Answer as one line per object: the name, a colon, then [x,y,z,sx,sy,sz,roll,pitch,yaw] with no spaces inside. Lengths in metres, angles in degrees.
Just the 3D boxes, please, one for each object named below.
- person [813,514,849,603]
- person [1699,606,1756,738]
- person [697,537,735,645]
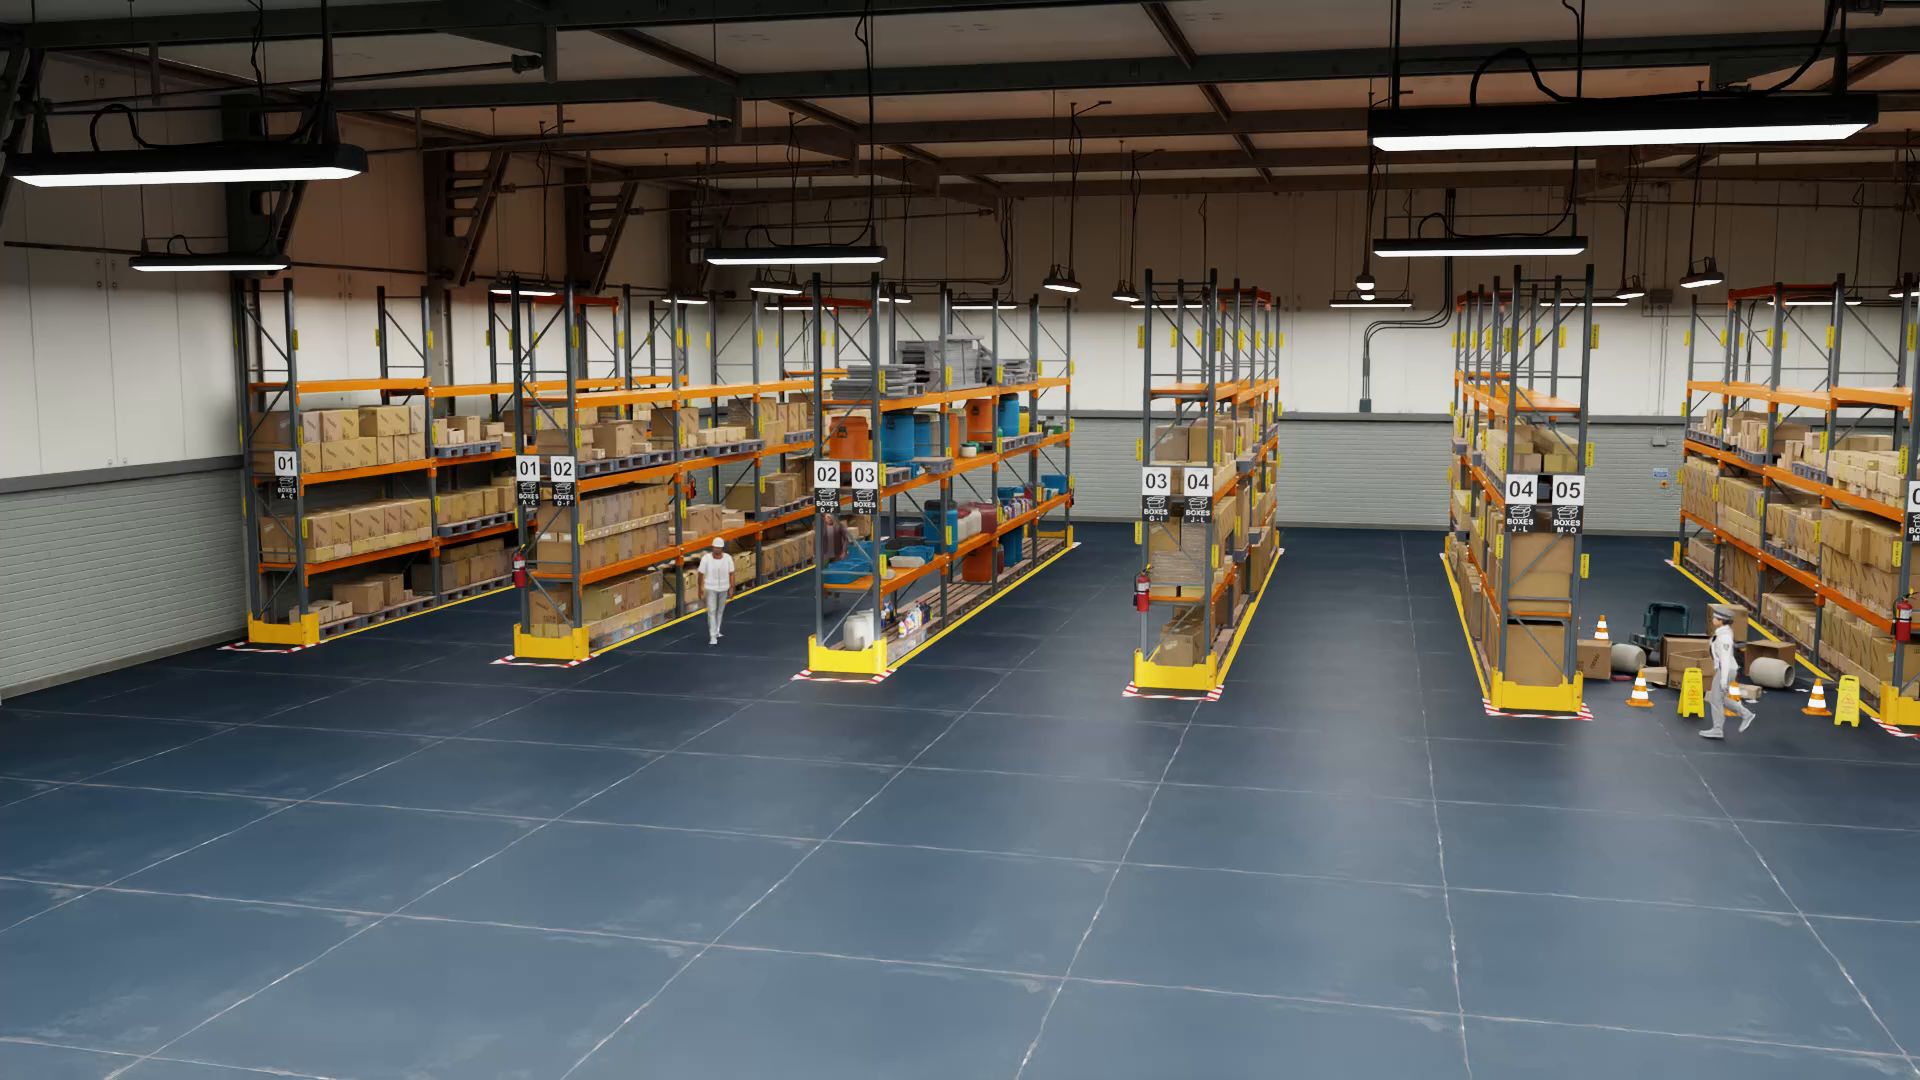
person: [-2.391,0.320,30.762,0.668,1.747,0.786,0,7,-2]
person: [9.689,1.662,20.918,0.647,1.660,0.493,3,7,23]
person: [-4.025,0.812,27.636,0.593,1.718,0.950,-3,8,-26]
